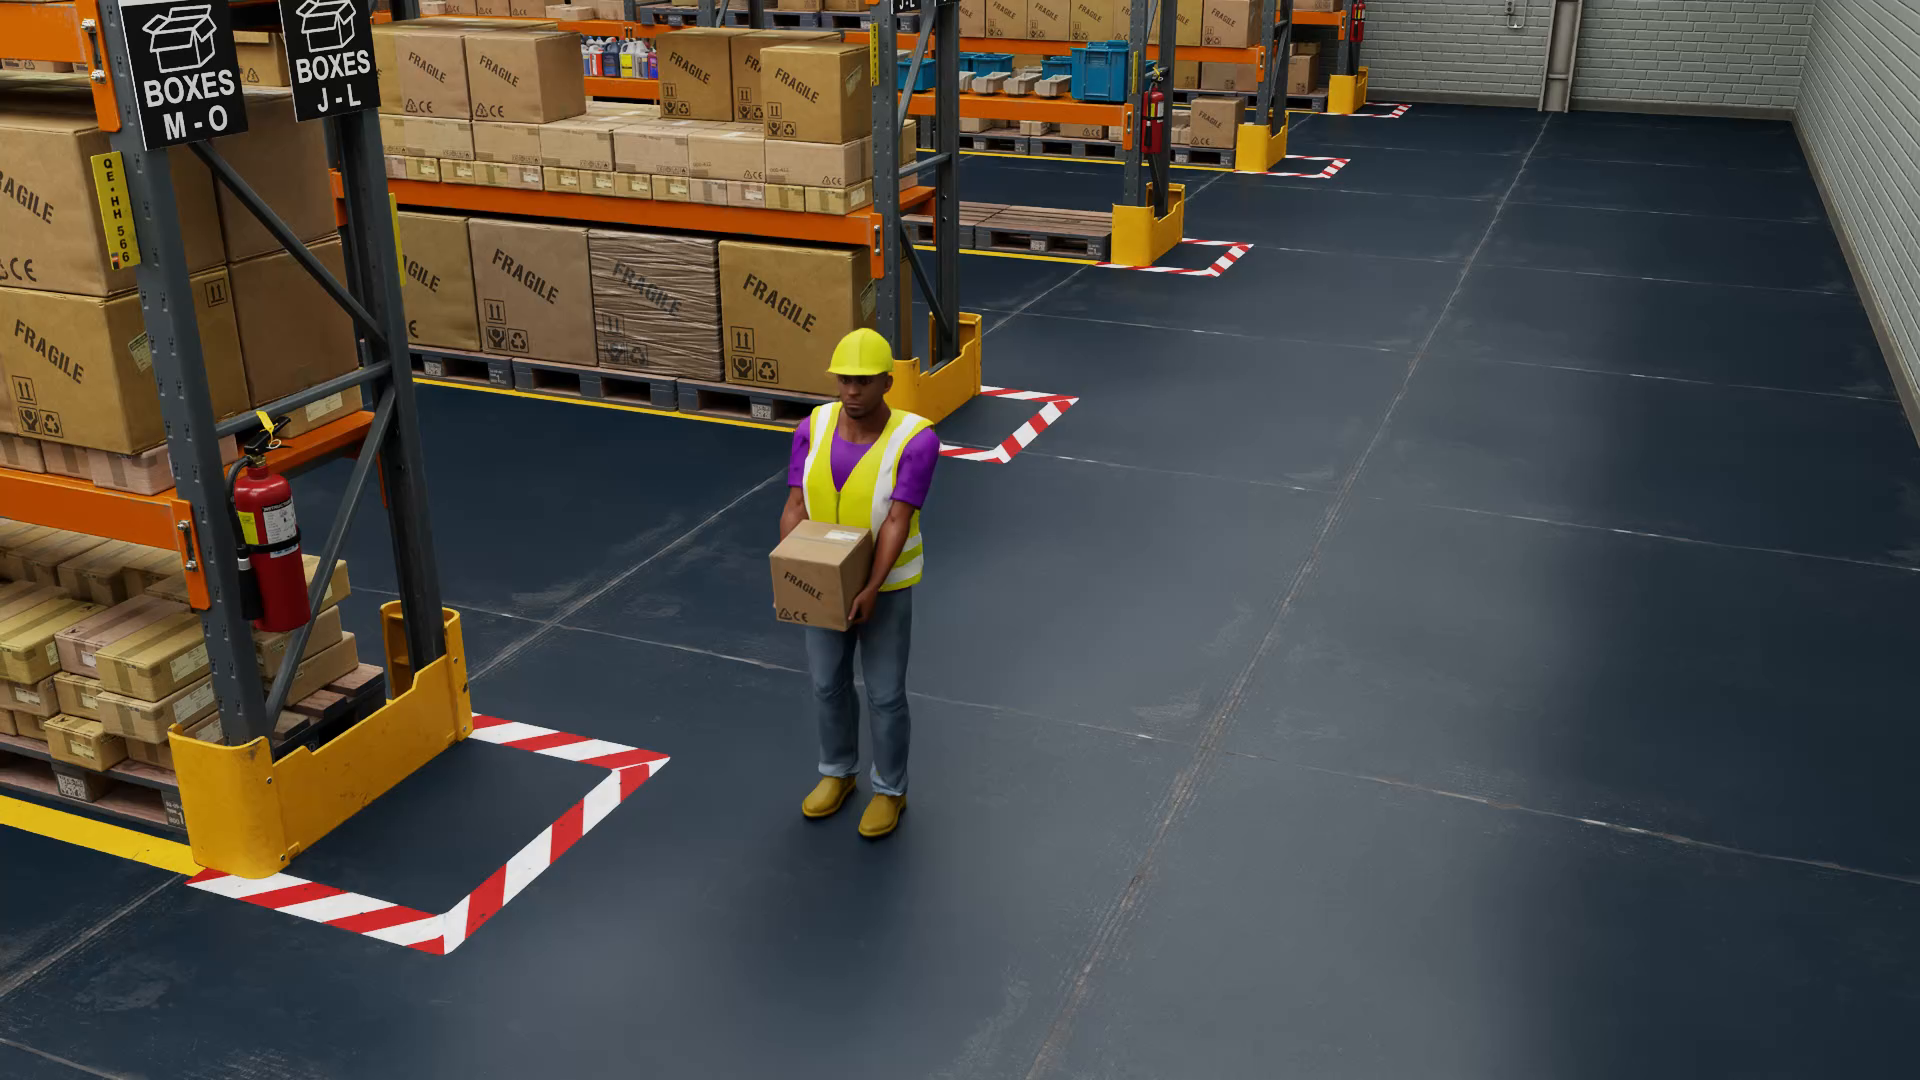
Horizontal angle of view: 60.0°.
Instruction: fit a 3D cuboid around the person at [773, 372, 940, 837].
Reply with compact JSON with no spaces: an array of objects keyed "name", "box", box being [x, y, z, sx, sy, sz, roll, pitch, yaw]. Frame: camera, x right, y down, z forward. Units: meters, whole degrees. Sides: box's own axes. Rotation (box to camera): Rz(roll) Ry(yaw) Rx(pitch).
[{"name":"person","box":[-0.366,0.194,5.636,0.505,1.726,0.555,8,24,20]}]
